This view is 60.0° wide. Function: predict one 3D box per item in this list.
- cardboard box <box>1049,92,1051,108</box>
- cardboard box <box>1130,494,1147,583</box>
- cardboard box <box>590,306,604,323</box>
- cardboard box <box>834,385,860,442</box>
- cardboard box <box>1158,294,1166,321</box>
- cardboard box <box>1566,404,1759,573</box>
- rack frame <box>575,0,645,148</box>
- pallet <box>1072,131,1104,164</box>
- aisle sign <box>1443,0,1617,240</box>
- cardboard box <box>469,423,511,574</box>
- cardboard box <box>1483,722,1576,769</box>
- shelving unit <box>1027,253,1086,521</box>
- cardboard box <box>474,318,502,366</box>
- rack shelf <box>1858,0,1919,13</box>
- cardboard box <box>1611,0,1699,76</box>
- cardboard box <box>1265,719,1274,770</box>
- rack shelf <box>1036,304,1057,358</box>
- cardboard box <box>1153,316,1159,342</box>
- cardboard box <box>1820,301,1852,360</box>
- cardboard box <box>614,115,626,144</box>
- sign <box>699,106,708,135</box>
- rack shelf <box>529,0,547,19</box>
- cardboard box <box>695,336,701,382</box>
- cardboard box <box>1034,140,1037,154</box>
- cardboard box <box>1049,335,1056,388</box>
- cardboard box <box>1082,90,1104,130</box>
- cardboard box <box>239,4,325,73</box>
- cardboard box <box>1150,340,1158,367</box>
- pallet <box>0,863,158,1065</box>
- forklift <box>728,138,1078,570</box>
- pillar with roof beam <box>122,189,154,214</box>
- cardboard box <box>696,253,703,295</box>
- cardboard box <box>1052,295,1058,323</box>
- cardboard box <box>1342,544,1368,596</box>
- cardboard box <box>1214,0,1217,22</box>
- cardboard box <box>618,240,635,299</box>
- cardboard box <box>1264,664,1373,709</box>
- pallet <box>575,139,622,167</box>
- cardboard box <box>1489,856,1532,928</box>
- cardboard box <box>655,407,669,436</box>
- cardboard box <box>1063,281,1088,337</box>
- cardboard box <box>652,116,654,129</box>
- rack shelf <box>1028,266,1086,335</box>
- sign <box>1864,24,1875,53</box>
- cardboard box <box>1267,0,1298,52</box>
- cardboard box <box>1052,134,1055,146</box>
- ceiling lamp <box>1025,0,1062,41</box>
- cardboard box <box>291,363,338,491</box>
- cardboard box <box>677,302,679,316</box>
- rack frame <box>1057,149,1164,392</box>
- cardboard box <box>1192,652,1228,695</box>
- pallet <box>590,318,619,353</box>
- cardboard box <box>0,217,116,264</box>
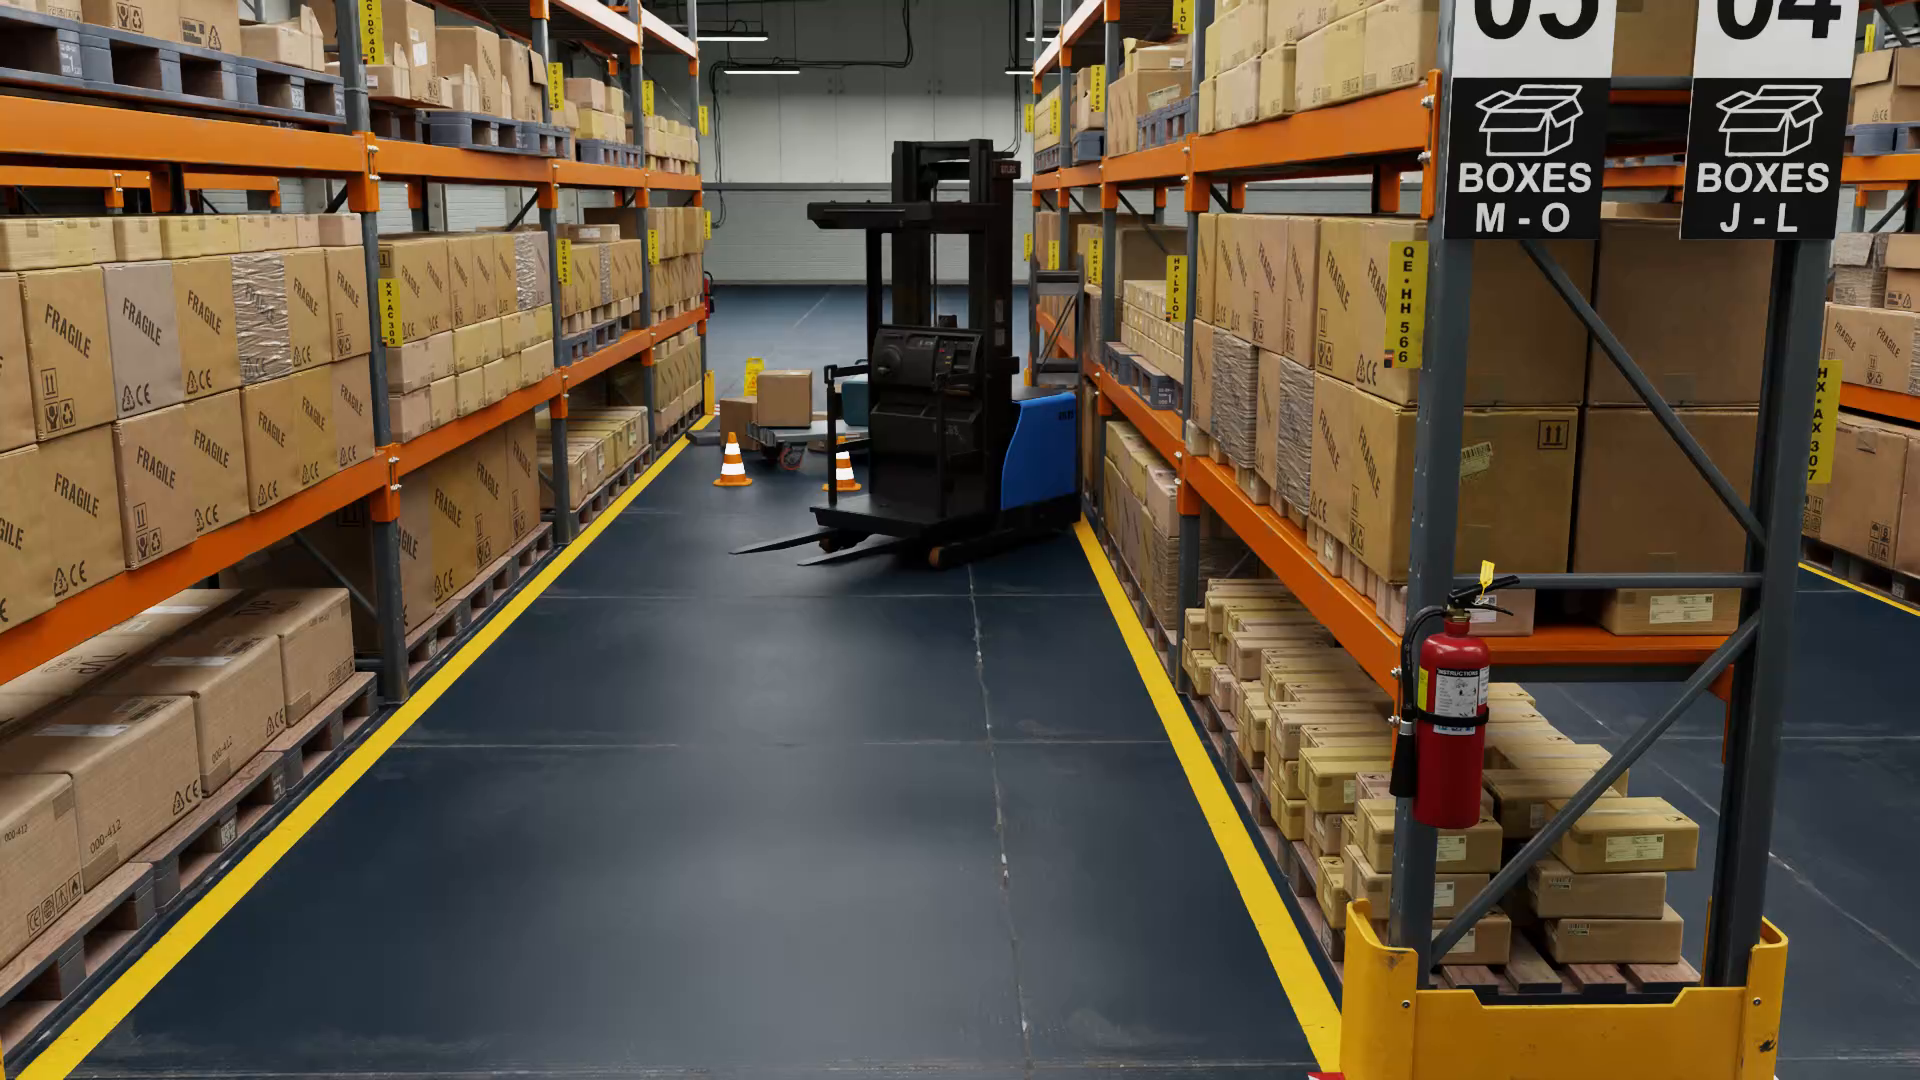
[{"bbox_3d":[1.112,-4.534,17.138,0.380,0.149,0.250,0,11,-1],"label":"cardboard box"},{"bbox_3d":[1.342,-0.009,10.291,0.500,0.500,0.500,0,11,-2],"label":"cardboard box"},{"bbox_3d":[-3.209,-1.903,13.969,0.380,0.149,0.250,0,11,1],"label":"cardboard box"},{"bbox_3d":[-0.974,-1.342,17.566,0.797,0.637,0.503,0,11,-1],"label":"cardboard box"},{"bbox_3d":[1.396,-1.391,9.949,0.380,0.149,0.250,-1,11,-4],"label":"cardboard box"},{"bbox_3d":[1.975,-0.168,4.845,0.500,0.500,0.500,0,11,2],"label":"cardboard box"},{"bbox_3d":[-3.486,-5.168,15.402,1.000,3.000,0.127,0,11,-1],"label":"rack frame"},{"bbox_3d":[1.477,-2.979,12.628,1.213,0.211,1.003,0,11,1],"label":"pallet"},{"bbox_3d":[1.410,-1.142,4.103,0.394,0.787,0.004,0,11,-1],"label":"aisle sign"},{"bbox_3d":[-3.458,-0.283,10.696,0.875,0.875,0.875,0,11,0],"label":"cardboard box"},{"bbox_3d":[1.946,0.757,5.901,0.380,0.149,0.250,-1,11,-4],"label":"cardboard box"},{"bbox_3d":[0.764,-1.228,13.320,0.431,2.100,0.503,0,11,0],"label":"shelving unit"},{"bbox_3d":[-3.083,-1.203,10.062,0.500,0.250,0.500,-1,11,-3],"label":"cardboard box"},{"bbox_3d":[6.463,-4.263,13.754,1.077,0.370,4.000,0,11,-1],"label":"rack shelf"},{"bbox_3d":[1.955,-1.370,4.601,0.500,0.250,0.500,0,11,1],"label":"cardboard box"},{"bbox_3d":[1.389,0.801,6.431,0.380,0.149,0.250,0,11,2],"label":"cardboard box"},{"bbox_3d":[1.419,-2.314,18.228,1.077,0.370,4.000,0,11,-1],"label":"rack shelf"},{"bbox_3d":[1.390,-1.295,10.228,0.380,0.149,0.250,0,11,1],"label":"cardboard box"},{"bbox_3d":[6.242,-1.425,11.788,0.500,0.500,0.500,0,11,1],"label":"cardboard box"},{"bbox_3d":[-3.329,-3.715,15.104,0.500,0.250,0.500,0,11,-2],"label":"cardboard box"},{"bbox_3d":[-3.014,-4.926,19.523,0.100,0.325,0.005,0,11,-1],"label":"sign"},{"bbox_3d":[-3.362,-3.427,9.634,1.077,0.370,4.000,0,11,-1],"label":"rack shelf"},{"bbox_3d":[-3.292,-2.091,19.295,0.500,0.500,0.500,0,11,-1],"label":"cardboard box"},{"bbox_3d":[1.064,-4.596,19.449,0.380,0.149,0.250,0,11,-1],"label":"cardboard box"},{"bbox_3d":[1.478,-1.919,18.761,0.875,0.875,0.875,0,11,-2],"label":"cardboard box"},{"bbox_3d":[1.222,-3.361,12.955,0.500,0.311,0.500,0,11,-1],"label":"cardboard box"},{"bbox_3d":[-2.988,-2.171,7.204,0.396,0.266,0.258,0,11,1],"label":"cardboard box"},{"bbox_3d":[1.384,-1.151,10.265,0.380,0.149,0.250,-1,11,-3],"label":"cardboard box"},{"bbox_3d":[-3.333,1.365,5.299,1.003,0.211,1.213,0,11,-1],"label":"pallet"},{"bbox_3d":[-0.370,-1.337,11.777,1.130,2.935,3.031,8,14,36],"label":"forklift"},{"bbox_3d":[-5.114,-5.818,18.603,9.100,9.000,0.400,0,11,-1],"label":"pillar with roof beam"},{"bbox_3d":[-3.282,-3.111,19.352,0.500,0.500,0.500,0,11,-2],"label":"cardboard box"},{"bbox_3d":[1.407,-2.525,17.082,0.875,0.550,0.550,0,11,-1],"label":"cardboard box"},{"bbox_3d":[1.431,0.077,5.268,0.380,0.149,0.250,0,11,-2],"label":"cardboard box"},{"bbox_3d":[1.390,-2.457,7.696,0.380,0.149,0.250,0,11,-2],"label":"cardboard box"},{"bbox_3d":[-3.236,-2.439,14.983,0.500,0.500,0.500,0,11,-1],"label":"cardboard box"},{"bbox_3d":[1.433,0.601,6.668,0.380,0.149,0.250,0,11,-1],"label":"cardboard box"},{"bbox_3d":[-3.556,-3.277,14.095,1.213,0.211,1.003,0,11,-1],"label":"pallet"},{"bbox_3d":[1.930,1.151,5.456,0.380,0.149,0.250,0,11,-1],"label":"cardboard box"},{"bbox_3d":[-3.229,-1.205,16.813,0.500,0.250,0.500,-1,11,-4],"label":"cardboard box"},{"bbox_3d":[1.214,-2.112,15.172,0.500,0.500,0.500,0,11,-1],"label":"cardboard box"},{"bbox_3d":[-3.201,-4.081,16.215,0.380,0.149,0.250,0,11,1],"label":"cardboard box"},{"bbox_3d":[0.762,-1.901,13.187,0.431,0.518,0.480,0,11,0],"label":"rack shelf"},{"bbox_3d":[10.741,-5.921,19.636,0.100,0.325,0.005,0,11,-1],"label":"sign"},{"bbox_3d":[1.426,-1.919,6.050,0.500,0.250,0.500,-1,11,-4],"label":"cardboard box"},{"bbox_3d":[1.121,-4.043,16.723,0.380,0.149,0.250,0,11,0],"label":"cardboard box"},{"bbox_3d":[2.367,-12.095,34.864,2.000,3.185,0.800,0,11,-1],"label":"ceiling lamp"},{"bbox_3d":[-3.040,-0.494,7.196,0.500,0.500,0.500,-1,11,-3],"label":"cardboard box"},{"bbox_3d":[-3.222,-2.473,17.838,0.380,0.149,0.250,0,11,-1],"label":"cardboard box"},{"bbox_3d":[1.461,-2.269,16.197,1.000,3.000,0.127,0,11,-1],"label":"rack frame"},{"bbox_3d":[1.318,0.640,7.976,0.380,0.149,0.250,0,11,1],"label":"cardboard box"},{"bbox_3d":[-3.486,-1.732,14.037,1.003,0.211,1.213,0,11,-1],"label":"pallet"},{"bbox_3d":[-3.018,-0.980,5.446,0.380,0.149,0.250,0,11,-1],"label":"cardboard box"}]
